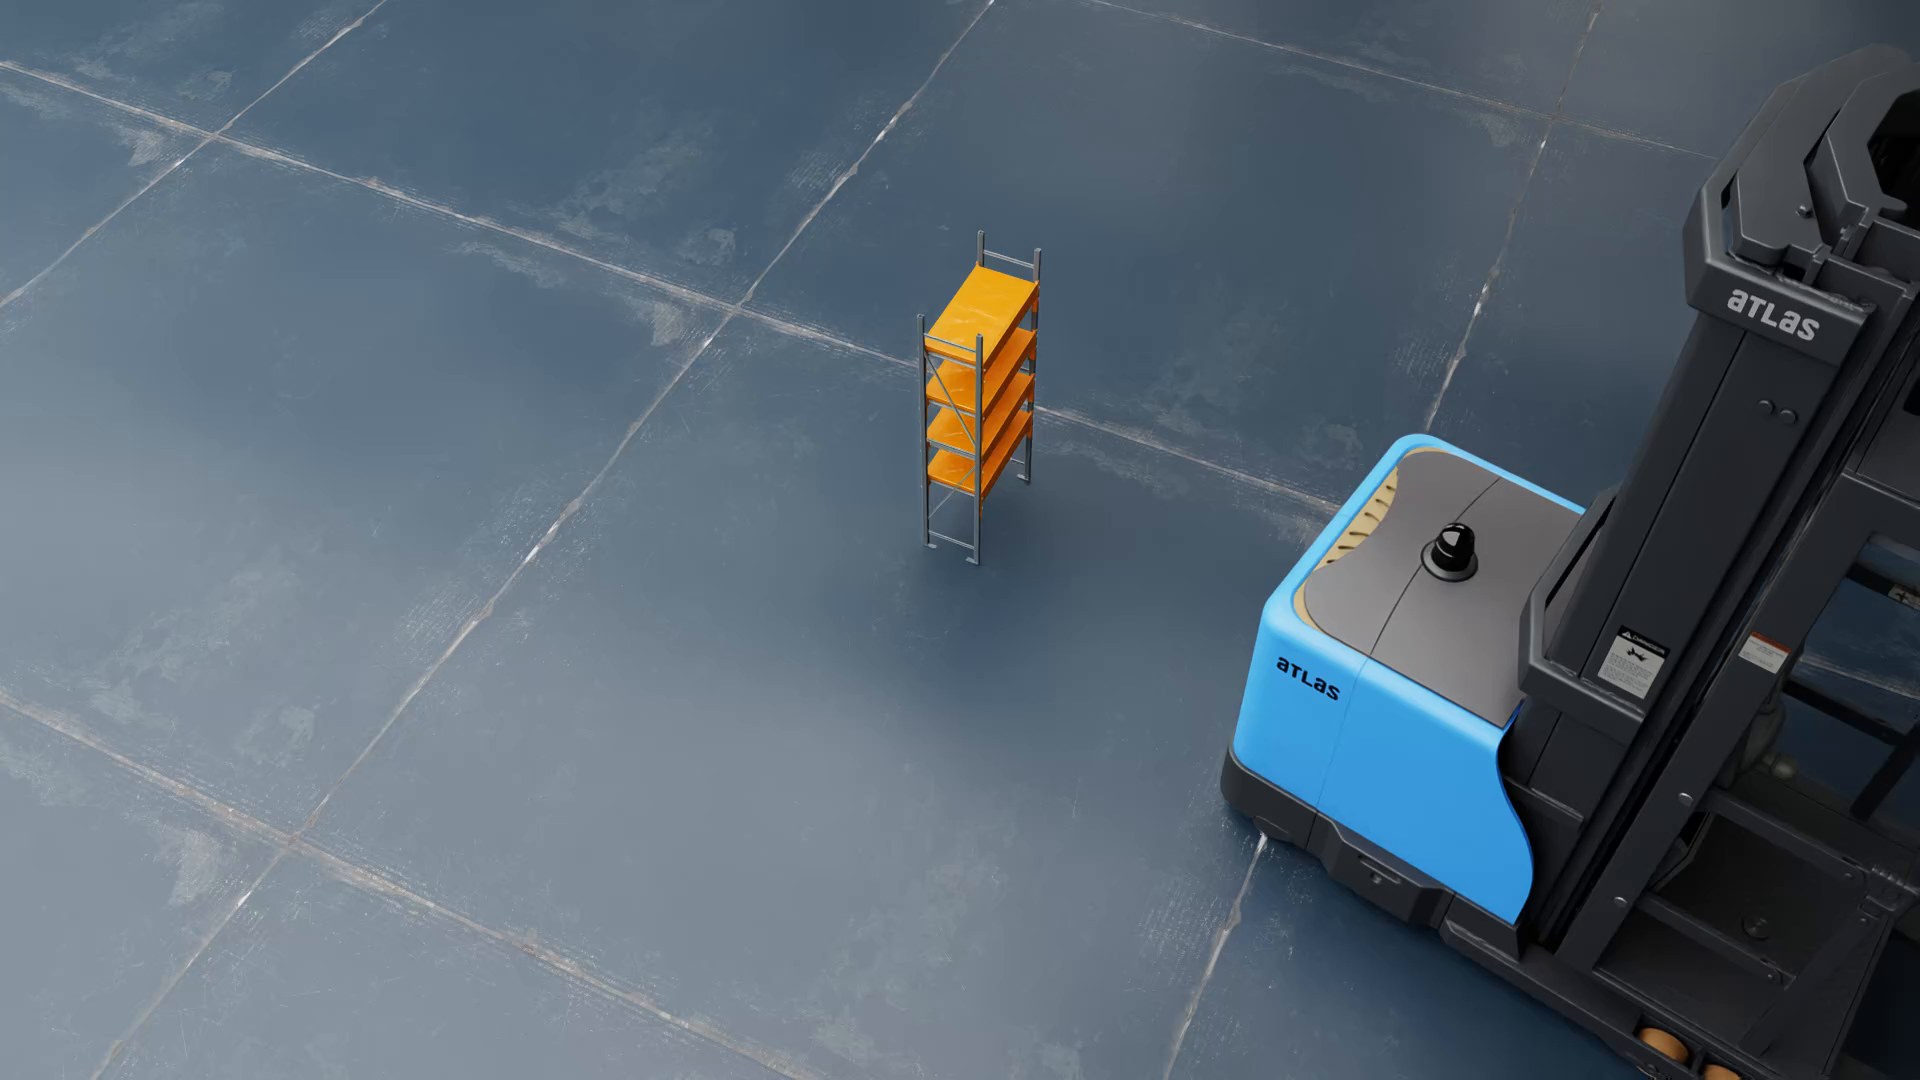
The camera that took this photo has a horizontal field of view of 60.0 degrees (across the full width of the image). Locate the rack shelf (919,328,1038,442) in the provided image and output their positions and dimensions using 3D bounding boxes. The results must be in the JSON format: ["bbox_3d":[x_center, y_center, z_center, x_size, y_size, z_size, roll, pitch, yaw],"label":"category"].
[{"bbox_3d":[0.071,-0.604,6.086,0.258,0.148,0.480,20,52,16],"label":"rack shelf"}]

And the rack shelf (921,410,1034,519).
[{"bbox_3d":[0.071,-0.331,6.408,0.258,0.148,0.480,20,52,16],"label":"rack shelf"}]

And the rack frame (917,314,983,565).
[{"bbox_3d":[-0.034,-0.335,6.062,0.240,1.200,0.015,20,52,16],"label":"rack frame"}]

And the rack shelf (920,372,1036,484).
[{"bbox_3d":[0.071,-0.459,6.256,0.258,0.148,0.480,20,52,16],"label":"rack shelf"}]

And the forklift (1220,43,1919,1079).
[{"bbox_3d":[2.381,0.340,4.351,3.031,2.935,1.130,30,56,23],"label":"forklift"}]

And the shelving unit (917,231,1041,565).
[{"bbox_3d":[0.071,-0.503,6.205,0.258,1.200,0.503,20,52,16],"label":"shelving unit"}]

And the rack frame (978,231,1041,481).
[{"bbox_3d":[0.175,-0.671,6.348,0.240,1.200,0.015,20,52,16],"label":"rack frame"}]

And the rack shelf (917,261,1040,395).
[{"bbox_3d":[0.071,-0.757,5.906,0.258,0.148,0.480,20,52,16],"label":"rack shelf"}]
